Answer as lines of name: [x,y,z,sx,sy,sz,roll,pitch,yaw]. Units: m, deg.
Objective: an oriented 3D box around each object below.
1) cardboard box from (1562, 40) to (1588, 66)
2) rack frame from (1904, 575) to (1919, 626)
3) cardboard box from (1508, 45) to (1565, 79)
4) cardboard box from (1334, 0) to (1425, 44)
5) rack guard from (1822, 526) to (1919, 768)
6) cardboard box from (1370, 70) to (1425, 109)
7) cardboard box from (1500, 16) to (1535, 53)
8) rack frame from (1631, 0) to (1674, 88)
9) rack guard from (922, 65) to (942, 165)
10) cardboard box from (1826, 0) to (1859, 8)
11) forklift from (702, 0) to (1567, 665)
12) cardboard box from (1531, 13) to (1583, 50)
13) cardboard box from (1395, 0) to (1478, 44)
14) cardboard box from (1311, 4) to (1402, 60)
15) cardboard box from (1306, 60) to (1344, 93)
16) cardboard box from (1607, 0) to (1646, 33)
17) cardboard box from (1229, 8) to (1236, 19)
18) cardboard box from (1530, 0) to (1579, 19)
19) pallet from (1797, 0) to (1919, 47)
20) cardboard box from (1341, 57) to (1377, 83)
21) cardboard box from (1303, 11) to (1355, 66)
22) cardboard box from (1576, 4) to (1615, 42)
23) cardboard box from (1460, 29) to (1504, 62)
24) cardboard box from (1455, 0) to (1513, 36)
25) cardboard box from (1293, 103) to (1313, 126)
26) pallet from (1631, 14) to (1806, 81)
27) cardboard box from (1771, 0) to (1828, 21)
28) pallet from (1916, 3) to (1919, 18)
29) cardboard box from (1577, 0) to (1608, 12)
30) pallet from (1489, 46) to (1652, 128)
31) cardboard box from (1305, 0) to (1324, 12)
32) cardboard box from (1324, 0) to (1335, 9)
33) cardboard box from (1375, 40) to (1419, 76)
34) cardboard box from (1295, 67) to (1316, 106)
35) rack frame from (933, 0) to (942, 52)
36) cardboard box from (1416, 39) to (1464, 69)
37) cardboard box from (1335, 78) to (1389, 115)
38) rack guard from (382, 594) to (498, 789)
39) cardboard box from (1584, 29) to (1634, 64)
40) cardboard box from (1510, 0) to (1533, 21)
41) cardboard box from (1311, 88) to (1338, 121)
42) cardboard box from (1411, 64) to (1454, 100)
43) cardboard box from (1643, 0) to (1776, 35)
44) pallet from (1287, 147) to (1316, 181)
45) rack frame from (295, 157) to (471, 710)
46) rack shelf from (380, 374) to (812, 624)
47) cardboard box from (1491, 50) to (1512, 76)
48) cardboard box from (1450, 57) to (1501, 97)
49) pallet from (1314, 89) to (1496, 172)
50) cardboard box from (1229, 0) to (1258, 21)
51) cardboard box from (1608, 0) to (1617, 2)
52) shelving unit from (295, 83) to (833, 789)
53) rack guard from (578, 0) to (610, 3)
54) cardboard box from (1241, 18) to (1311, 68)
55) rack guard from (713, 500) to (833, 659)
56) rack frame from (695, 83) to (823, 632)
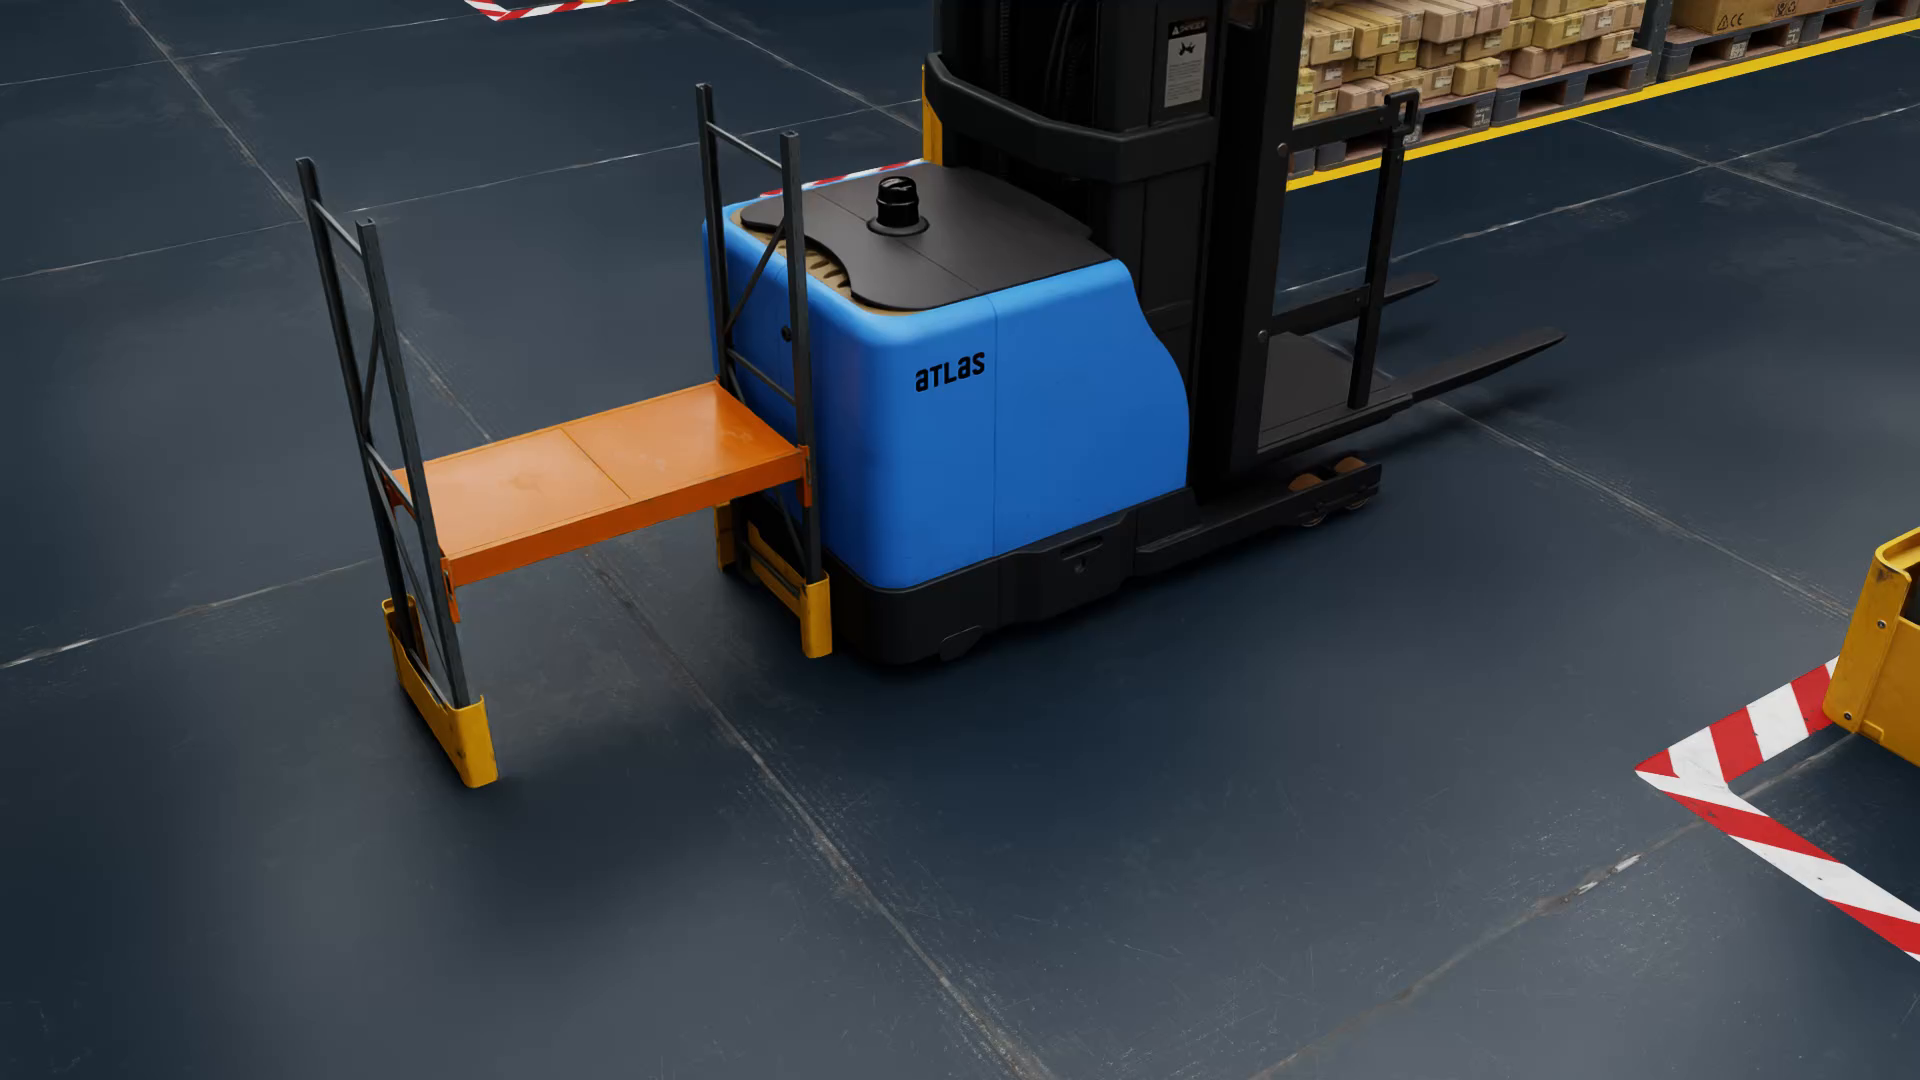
cardboard box: [3.147,-2.681,8.967,0.250,0.149,0.380,-18,36,-26]
rack frame: [2.796,-0.603,3.395,0.127,3.000,1.000,-19,37,-27]
cardboard box: [2.960,-2.576,8.800,0.250,0.149,0.380,-20,38,-29]
cardboard box: [2.073,-2.584,8.256,0.250,0.149,0.380,-19,37,-27]
rack guard: [2.776,0.461,4.051,0.348,0.500,1.175,-19,37,-27]
cardboard box: [2.100,-2.290,8.347,0.250,0.149,0.380,-19,37,-27]
cardboard box: [2.763,-2.679,8.686,0.250,0.149,0.380,-19,37,-27]
rack frame: [3.556,-4.013,8.800,0.127,3.000,1.000,-19,37,-27]
rack guard: [0.258,-1.821,7.669,0.348,0.500,1.175,-19,37,-27]
cardboard box: [5.197,-3.539,9.998,0.500,0.500,0.500,-18,37,-26]
forklift: [0.758,-1.496,4.874,3.031,2.935,1.130,-20,37,-28]
cardboard box: [3.027,-2.708,8.731,0.250,0.149,0.380,-20,38,-29]
cardboard box: [2.341,-2.607,8.292,0.250,0.149,0.380,-20,38,-29]
cardboard box: [1.914,-2.469,8.073,0.250,0.149,0.380,-18,37,-27]
cardboard box: [1.638,-2.300,8.084,0.250,0.149,0.380,-21,38,-29]
cardboard box: [3.463,-2.877,8.999,0.250,0.149,0.380,-18,37,-26]
cardboard box: [1.144,-2.572,8.237,0.250,0.149,0.380,-21,38,-29]
cardboard box: [2.999,-2.850,8.677,0.250,0.149,0.380,-19,37,-28]
pallet: [5.236,-3.414,10.464,1.213,0.211,1.003,-19,37,-27]
cardboard box: [1.843,-2.397,8.238,0.250,0.149,0.380,-17,36,-25]
cardboard box: [1.668,-2.413,7.985,0.250,0.149,0.380,-17,36,-25]
cardboard box: [3.242,-2.793,8.866,0.250,0.149,0.380,-21,38,-29]
cardboard box: [2.559,-2.597,8.555,0.250,0.149,0.380,-18,36,-26]
cardboard box: [2.561,-2.690,8.424,0.250,0.149,0.380,-21,38,-30]
cardboard box: [1.462,-2.048,7.964,0.250,0.149,0.380,-18,37,-27]
pallet: [4.209,-3.059,9.902,1.213,0.211,1.003,-19,37,-27]
cardboard box: [4.764,-3.382,9.749,0.500,0.500,0.500,-17,36,-25]
pallet: [6.260,-3.765,11.020,1.213,0.211,1.003,-19,37,-27]
cardboard box: [3.204,-2.925,8.797,0.250,0.149,0.380,-18,37,-27]
pallet: [3.010,-2.624,9.211,1.213,0.211,1.003,-19,37,-27]
cardboard box: [1.622,-2.701,8.441,0.250,0.149,0.380,-20,38,-29]
cardboard box: [1.827,-2.789,8.581,0.250,0.149,0.380,-19,37,-27]
cardboard box: [2.076,-2.470,8.354,0.250,0.149,0.380,-17,36,-25]
cardboard box: [1.466,-2.180,7.895,0.250,0.149,0.380,-18,36,-26]
rack frame: [0.194,-2.857,6.967,0.127,3.000,1.000,-19,37,-27]
cardboard box: [2.323,-2.528,8.447,0.250,0.149,0.380,-21,38,-29]
cardboard box: [1.882,-2.198,8.201,0.250,0.149,0.380,-21,38,-30]
rack guard: [-1.379,0.391,4.396,0.087,0.250,0.587,-20,37,-28]
cardboard box: [3.411,-2.719,9.027,0.250,0.149,0.380,-18,37,-27]
cardboard box: [2.739,-2.810,8.614,0.250,0.149,0.380,-18,36,-26]
cardboard box: [1.625,-2.165,8.149,0.250,0.149,0.380,-19,37,-27]
cardboard box: [2.285,-2.374,8.481,0.250,0.149,0.380,-18,37,-26]
cardboard box: [4.320,-3.228,9.505,0.500,0.500,0.500,-17,36,-25]
pallet: [0.960,-1.918,8.093,1.213,0.211,1.003,-19,37,-27]
rack frame: [-1.380,-0.137,4.062,0.032,1.500,0.500,-20,37,-28]
rack shelf: [-0.958,-0.136,4.398,1.000,0.185,0.538,-20,37,-28]
cardboard box: [2.673,-2.554,8.766,0.250,0.149,0.380,-20,37,-28]
cardboard box: [2.541,-2.419,8.552,0.250,0.149,0.380,-19,37,-27]
pallet: [1.984,-2.269,8.649,1.213,0.211,1.003,-19,37,-27]
cardboard box: [1.340,-2.675,8.399,0.250,0.149,0.380,-18,36,-26]
cardboard box: [3.398,-3.017,8.942,0.250,0.149,0.380,-18,36,-26]
shelving unit: [-0.965,-0.286,4.297,1.083,1.500,0.587,-20,37,-28]
rack guard: [-2.593,-3.983,11.096,0.348,0.500,1.175,-19,37,-27]
cardboard box: [1.429,-2.337,7.864,0.250,0.149,0.380,-21,38,-30]
rack guard: [-0.552,0.095,4.866,0.087,0.250,0.587,-20,37,-28]
rack frame: [-0.536,-0.440,4.542,0.032,1.500,0.500,-20,37,-28]
